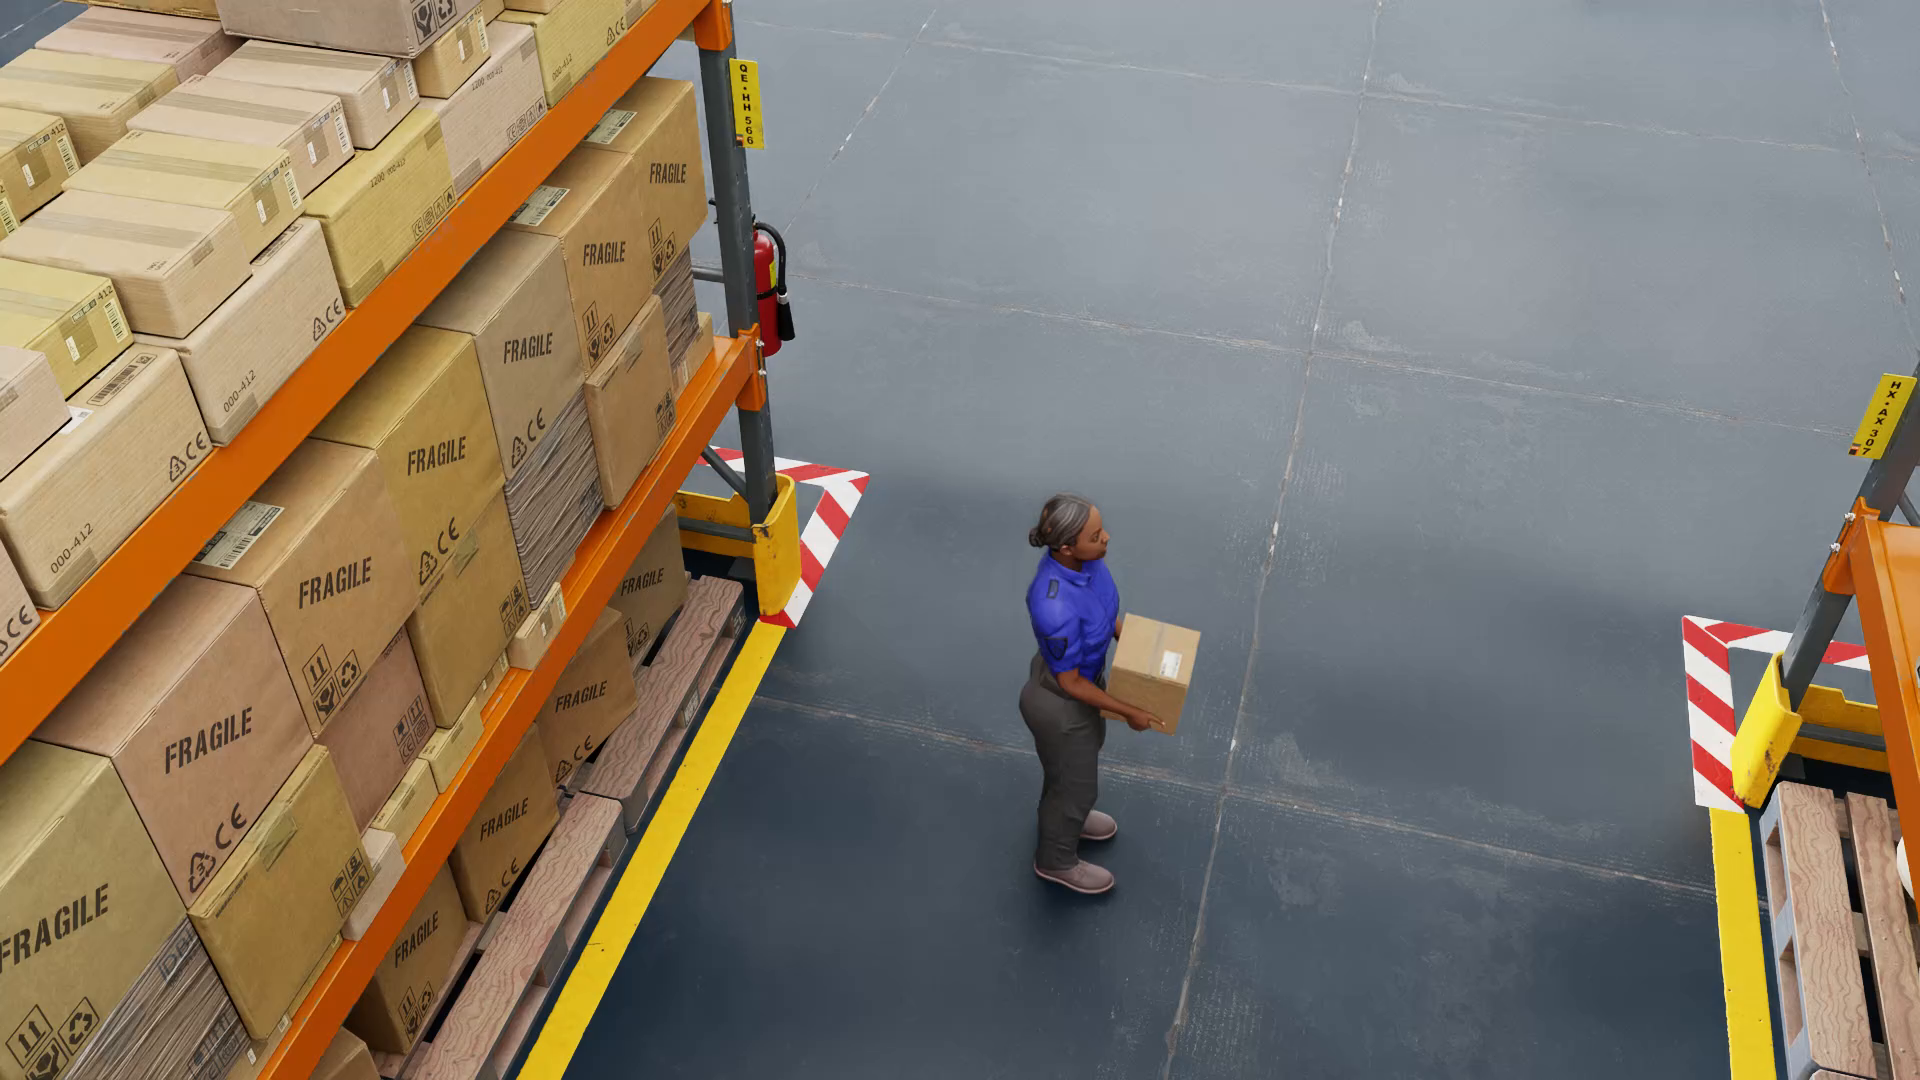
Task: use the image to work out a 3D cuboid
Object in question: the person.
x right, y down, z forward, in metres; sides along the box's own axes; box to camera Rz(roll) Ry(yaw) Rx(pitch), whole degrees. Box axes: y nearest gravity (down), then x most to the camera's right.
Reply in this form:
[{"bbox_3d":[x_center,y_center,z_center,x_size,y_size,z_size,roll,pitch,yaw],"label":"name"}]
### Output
[{"bbox_3d":[0.454,0.526,5.564,0.500,1.653,0.460,10,42,11],"label":"person"}]
